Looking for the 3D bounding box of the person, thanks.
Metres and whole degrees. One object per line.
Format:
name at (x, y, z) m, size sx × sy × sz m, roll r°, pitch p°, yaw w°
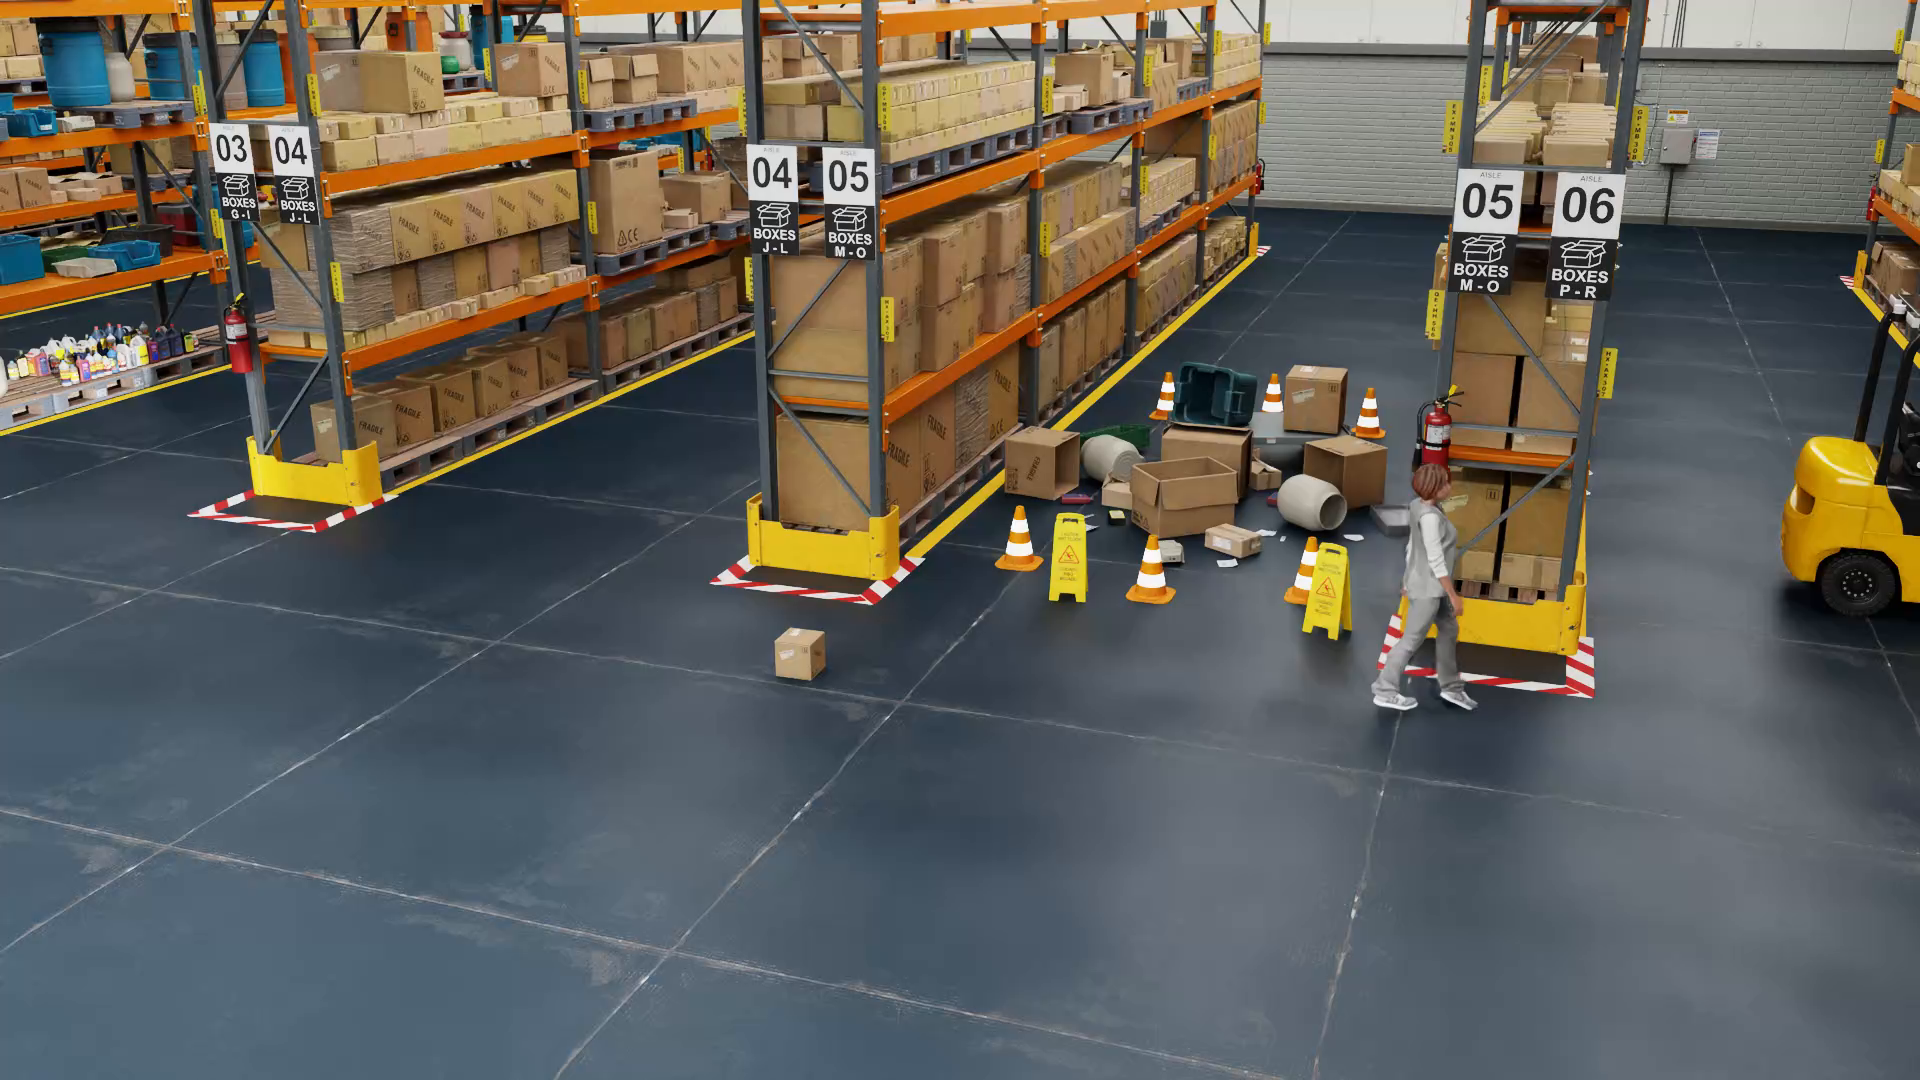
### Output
person at (2.911, 0.321, 10.161) m, size 0.679 × 1.625 × 0.451 m, roll 3°, pitch 19°, yaw 9°
